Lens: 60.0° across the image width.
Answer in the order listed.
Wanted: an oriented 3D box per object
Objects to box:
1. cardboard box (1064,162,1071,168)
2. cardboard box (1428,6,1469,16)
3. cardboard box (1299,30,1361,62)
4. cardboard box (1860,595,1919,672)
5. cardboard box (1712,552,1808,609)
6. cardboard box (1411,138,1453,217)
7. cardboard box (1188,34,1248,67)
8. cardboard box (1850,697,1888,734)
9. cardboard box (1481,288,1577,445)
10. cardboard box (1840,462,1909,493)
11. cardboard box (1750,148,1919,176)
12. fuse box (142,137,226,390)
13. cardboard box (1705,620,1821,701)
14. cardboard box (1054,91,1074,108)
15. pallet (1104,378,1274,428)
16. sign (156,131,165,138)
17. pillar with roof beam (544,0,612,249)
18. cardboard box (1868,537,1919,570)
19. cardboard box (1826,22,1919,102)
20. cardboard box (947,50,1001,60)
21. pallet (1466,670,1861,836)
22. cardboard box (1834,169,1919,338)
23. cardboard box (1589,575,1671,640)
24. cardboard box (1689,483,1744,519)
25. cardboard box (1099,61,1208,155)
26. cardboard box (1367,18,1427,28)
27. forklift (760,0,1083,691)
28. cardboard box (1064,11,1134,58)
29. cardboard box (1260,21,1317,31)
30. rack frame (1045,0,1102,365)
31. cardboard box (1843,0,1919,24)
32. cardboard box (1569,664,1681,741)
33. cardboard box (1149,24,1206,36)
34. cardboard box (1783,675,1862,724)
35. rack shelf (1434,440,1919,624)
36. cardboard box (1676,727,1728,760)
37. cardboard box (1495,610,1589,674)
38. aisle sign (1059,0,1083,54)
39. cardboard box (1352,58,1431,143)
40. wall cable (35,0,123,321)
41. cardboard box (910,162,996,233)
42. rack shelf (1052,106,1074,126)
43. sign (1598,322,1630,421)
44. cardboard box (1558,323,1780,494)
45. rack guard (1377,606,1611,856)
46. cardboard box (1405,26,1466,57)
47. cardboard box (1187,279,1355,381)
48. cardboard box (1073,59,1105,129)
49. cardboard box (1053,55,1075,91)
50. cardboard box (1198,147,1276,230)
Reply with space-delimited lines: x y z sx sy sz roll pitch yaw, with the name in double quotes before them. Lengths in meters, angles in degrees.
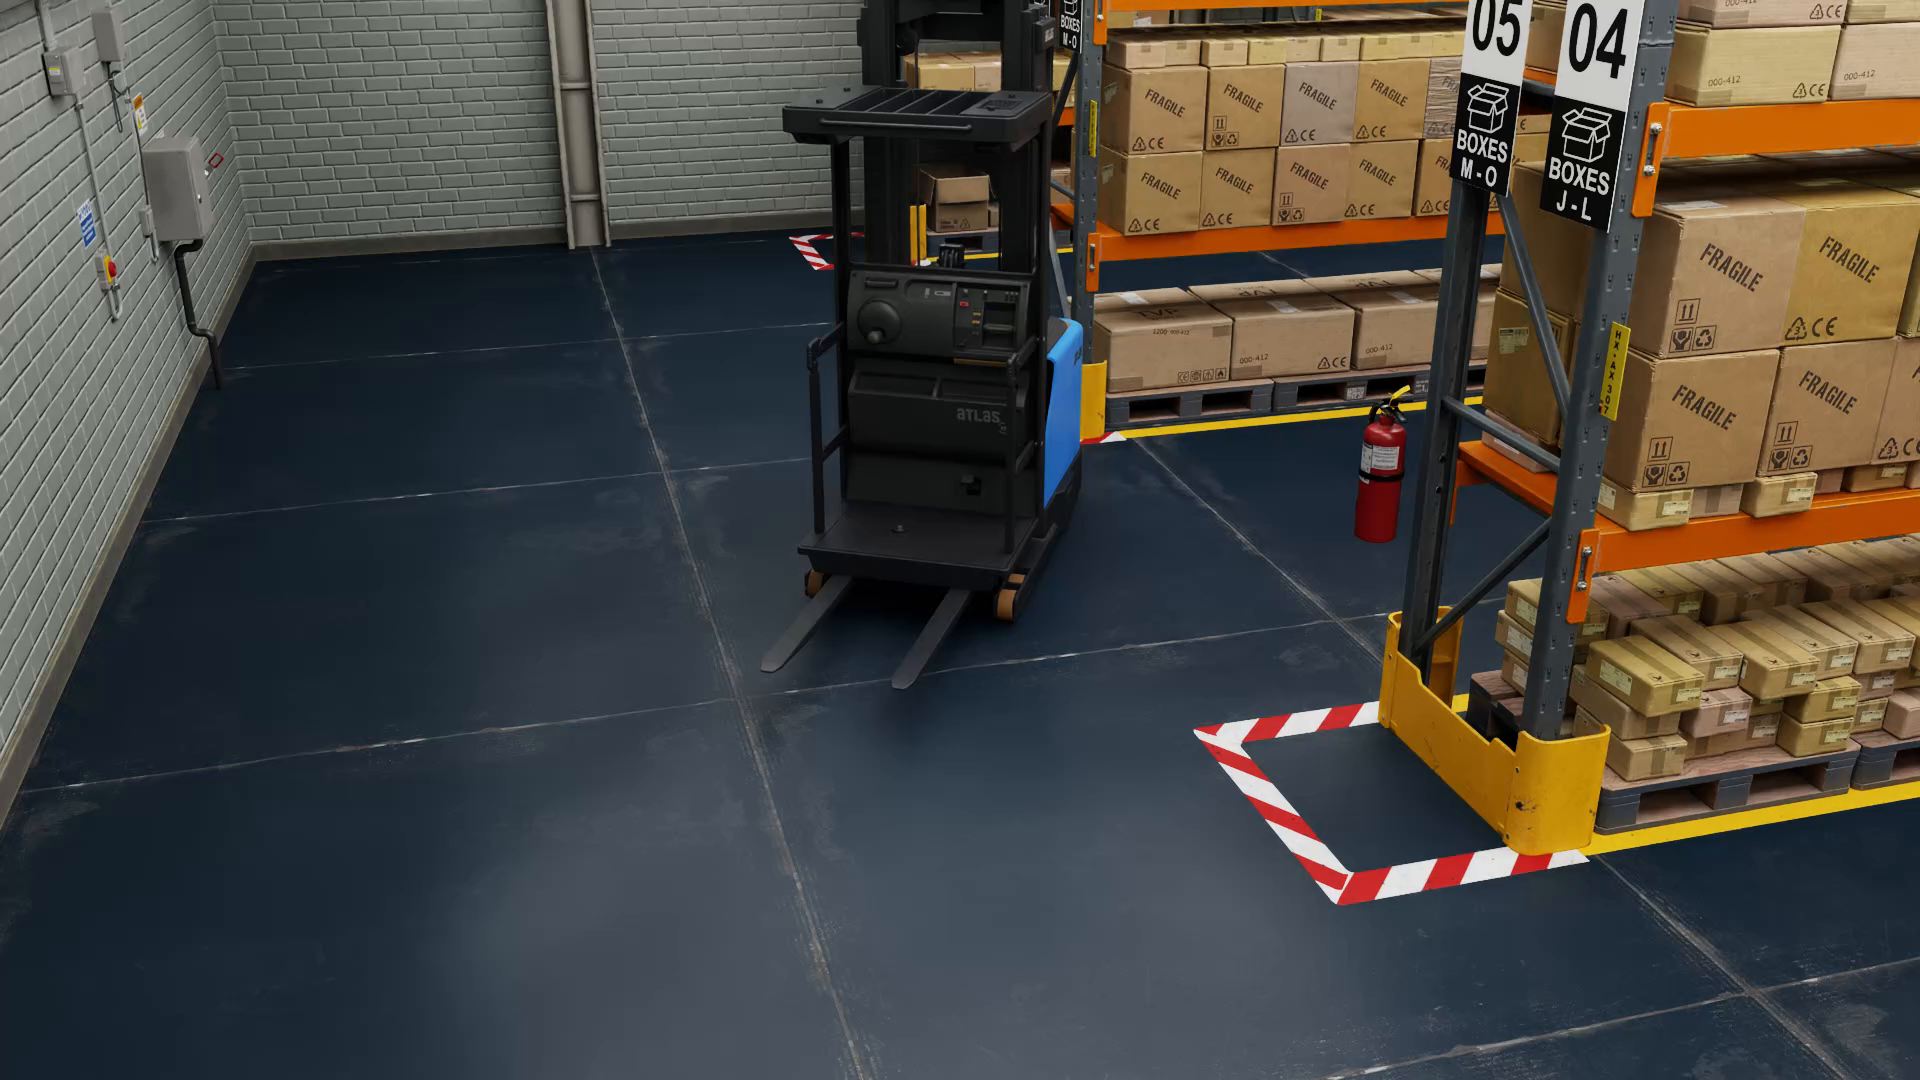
"cardboard box" 1.296 -3.306 15.789 0.500 0.500 0.500 -6 24 -13
"cardboard box" 4.943 -4.908 16.226 0.500 0.500 0.700 -6 24 -15
"cardboard box" 2.326 -3.123 10.506 0.250 0.149 0.380 -6 24 -14
"cardboard box" 3.949 0.384 6.880 0.250 0.149 0.380 -6 24 -14
"cardboard box" 3.514 0.172 7.374 0.250 0.149 0.380 -5 24 -12
"cardboard box" 3.156 -2.464 11.061 0.500 0.500 0.500 -7 24 -15
"cardboard box" 1.587 -3.029 10.289 0.250 0.149 0.380 -6 24 -13
"cardboard box" 3.644 0.660 6.990 0.250 0.149 0.380 -6 24 -14
"cardboard box" 2.454 -0.714 6.605 0.500 0.500 0.500 -6 24 -13
"cardboard box" 3.479 -0.330 6.535 0.250 0.149 0.380 -7 24 -15
"cardboard box" 3.450 -1.284 6.665 0.500 0.500 0.500 -5 24 -12
"fuse box" -5.194 -1.866 11.428 0.414 1.711 0.539 -6 24 -14
"cardboard box" 3.197 0.478 6.660 0.250 0.149 0.380 -6 24 -15
"cardboard box" 0.956 -4.072 15.254 0.250 0.149 0.380 -7 24 -16
"pallet" 1.405 -1.087 11.517 1.213 0.211 1.003 -6 24 -14
"sign" -5.526 -2.579 11.578 0.001 0.494 0.329 -6 24 -14
"pillar with roof beam" -2.365 -5.316 10.226 0.400 9.000 9.100 -6 24 -14
"cardboard box" 4.291 0.136 7.458 0.250 0.149 0.380 -7 24 -17
"cardboard box" 3.100 -1.700 5.795 0.500 0.250 0.500 -6 24 -13
"cardboard box" 0.180 -4.410 15.537 0.500 0.250 0.500 -6 24 -14
"pallet" 2.955 0.815 7.083 1.213 0.211 1.003 -6 24 -14
"cardboard box" 3.586 -1.078 6.186 0.500 0.500 0.500 -7 24 -16
"cardboard box" 2.789 0.301 7.074 0.250 0.149 0.380 -6 24 -13
"cardboard box" 2.725 -0.223 6.284 0.250 0.149 0.380 -5 24 -12
"cardboard box" 1.195 -2.702 10.349 0.500 0.500 0.500 -7 24 -16
"cardboard box" 2.917 -3.393 11.137 0.250 0.149 0.380 -6 24 -15
"forklift" -0.165 -1.107 8.113 1.130 2.935 3.031 6 24 14
"cardboard box" 1.266 -4.656 15.160 0.500 0.500 0.500 -6 24 -13
"cardboard box" 2.161 -3.329 10.986 0.250 0.149 0.380 -6 24 -13
"rack frame" 0.656 -2.254 10.699 0.127 3.000 1.000 -6 24 -14
"cardboard box" 3.086 -1.929 5.693 0.500 0.250 0.500 -7 24 -15
"cardboard box" 2.664 0.637 6.668 0.250 0.149 0.380 -5 24 -12
"cardboard box" 1.411 -3.267 10.843 0.250 0.149 0.380 -7 24 -15
"cardboard box" 3.431 0.583 6.793 0.250 0.149 0.380 -6 24 -13
"rack shelf" 4.016 -0.268 6.983 4.000 0.370 1.077 -6 24 -14
"cardboard box" 2.911 0.738 6.808 0.250 0.149 0.380 -6 24 -15
"cardboard box" 2.522 0.430 7.149 0.250 0.149 0.380 -7 24 -16
"aisle sign" 0.665 -3.331 9.912 0.004 0.787 0.394 -6 24 -14
"cardboard box" 2.664 -2.871 10.743 0.500 0.500 0.500 -6 24 -14
"wall cable" -4.767 -2.126 9.072 0.123 1.953 0.585 -6 24 -14
"cardboard box" -0.074 -3.213 15.568 0.637 0.503 0.797 -7 24 -16
"rack shelf" 1.237 -4.021 15.728 4.000 0.370 1.077 -6 24 -14
"sign" 2.237 -0.577 5.694 0.005 0.325 0.100 -6 24 -14
"cardboard box" 2.597 -0.511 6.133 0.500 0.500 0.500 -5 24 -12
"rack guard" 2.164 0.755 6.856 0.348 0.500 1.175 -6 24 -14
"cardboard box" 3.049 -3.218 10.728 0.250 0.149 0.380 -7 24 -15
"cardboard box" 2.143 -1.479 11.608 0.875 0.438 0.875 -6 24 -13
"cardboard box" 1.056 -2.901 10.813 0.500 0.500 0.500 -6 24 -13
"cardboard box" 0.794 -4.261 15.189 0.500 0.250 0.500 -7 24 -15
"cardboard box" 1.675 -2.307 10.695 0.500 0.500 0.500 -7 24 -15
